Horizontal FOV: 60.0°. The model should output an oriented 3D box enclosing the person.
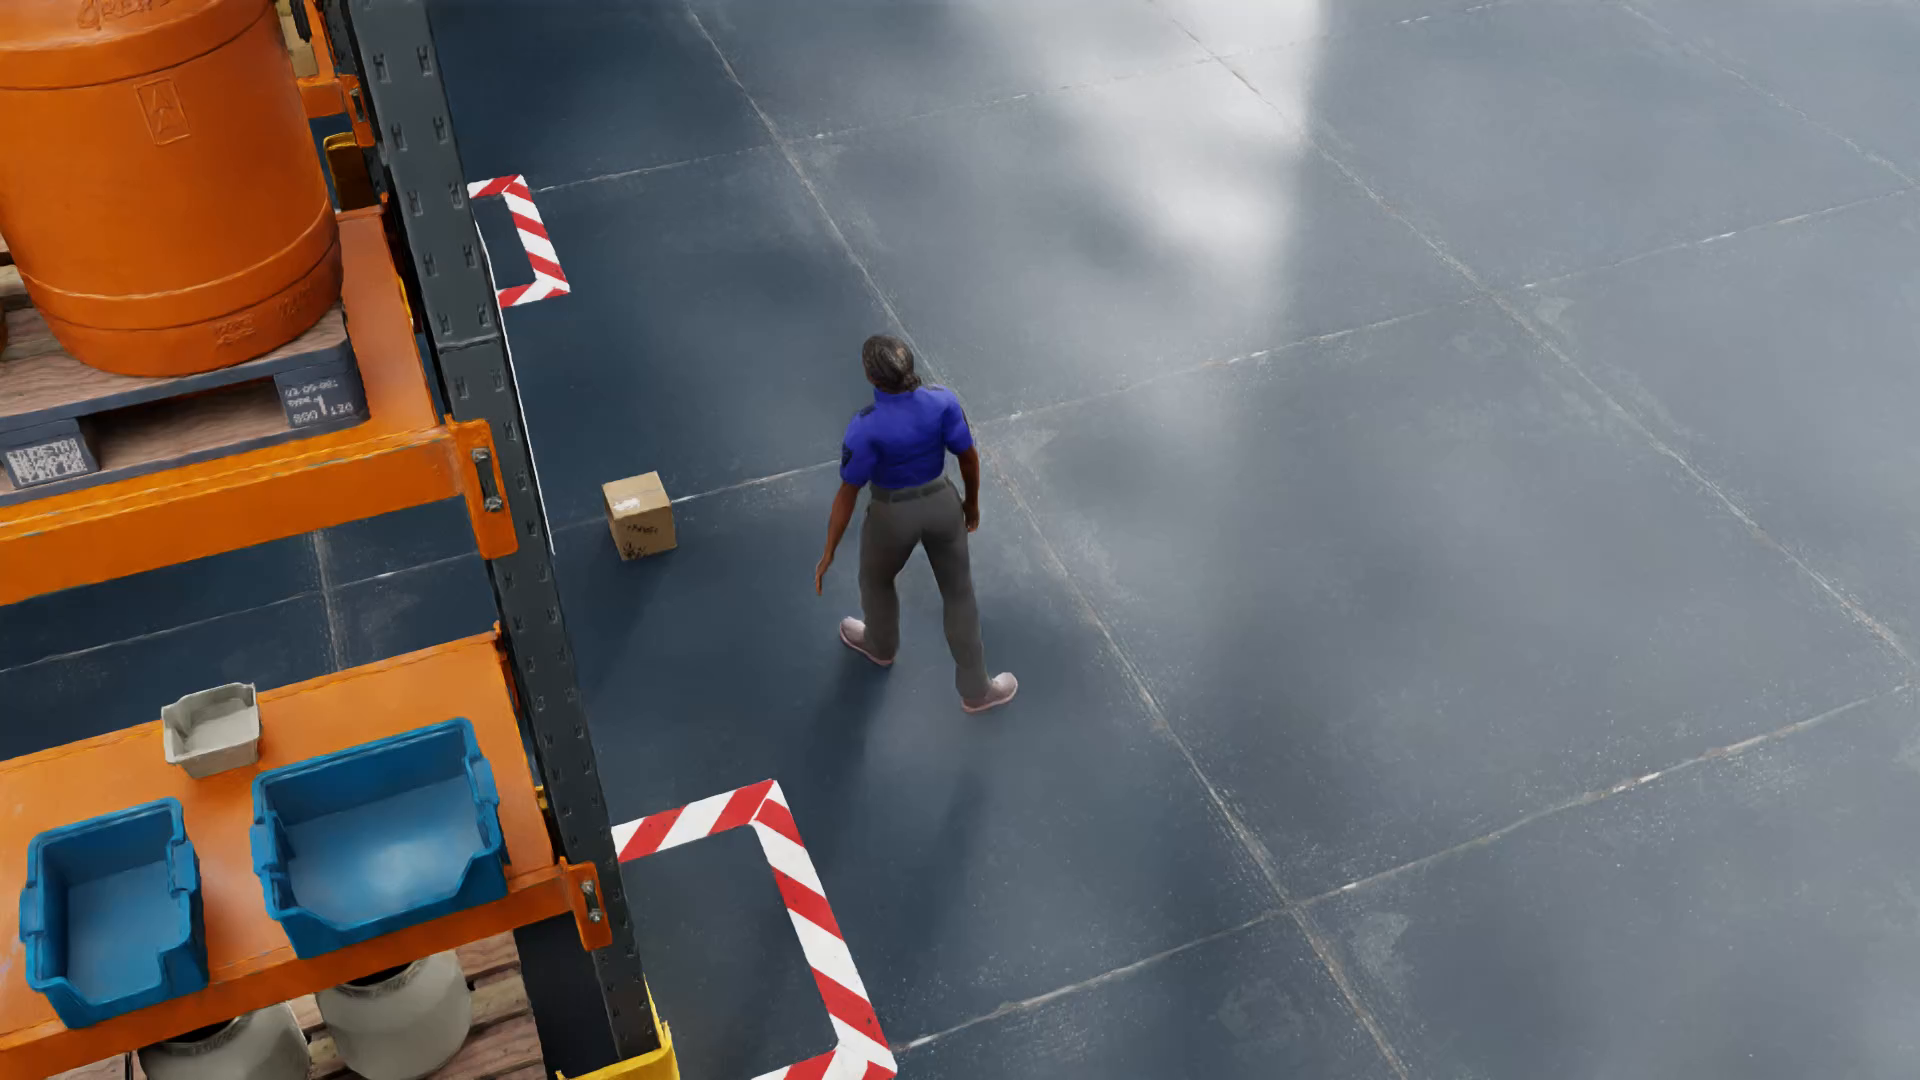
[{"bbox_3d":[-0.221,-0.044,6.222,0.747,1.629,0.758,-20,46,-20],"label":"person"}]
